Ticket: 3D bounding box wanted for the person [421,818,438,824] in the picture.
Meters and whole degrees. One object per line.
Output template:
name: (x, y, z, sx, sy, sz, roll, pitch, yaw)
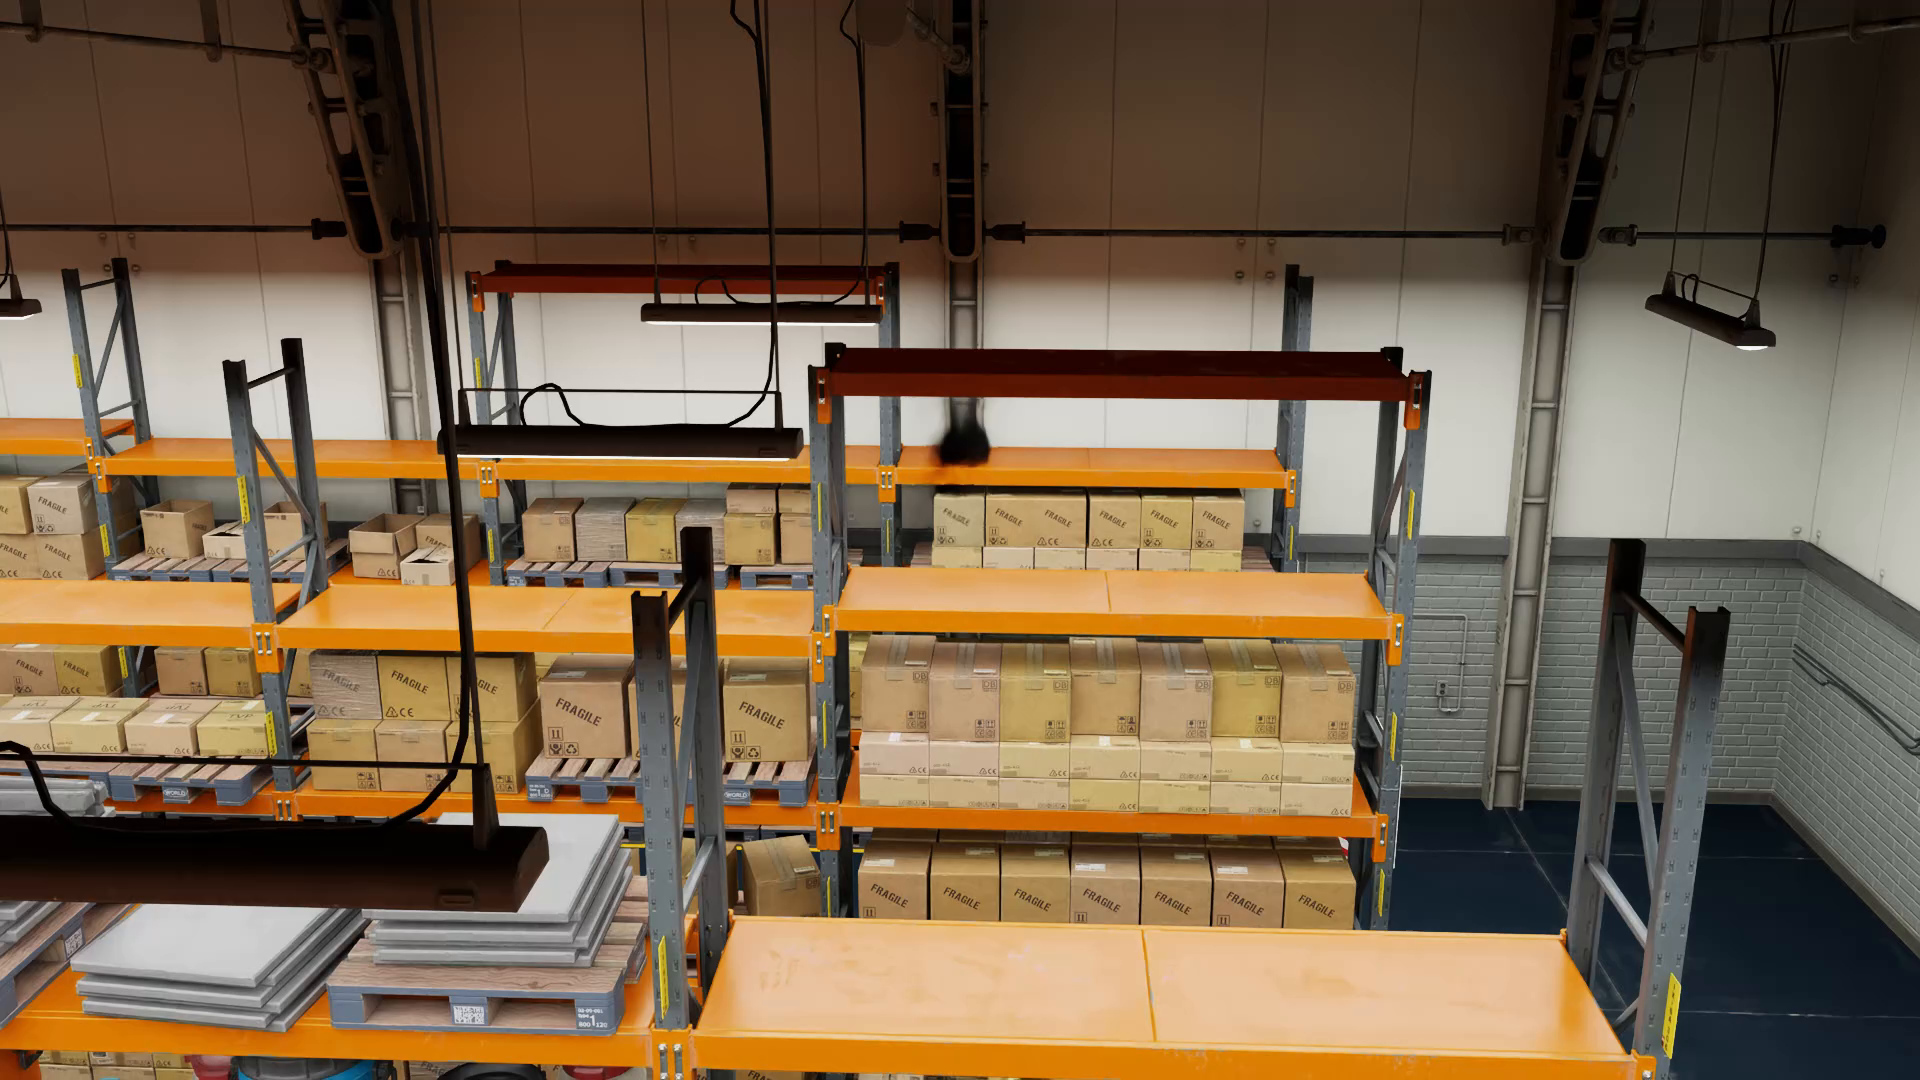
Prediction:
person: (-4.909, 2.827, 16.096, 0.750, 1.586, 0.586, 3, 16, 9)
